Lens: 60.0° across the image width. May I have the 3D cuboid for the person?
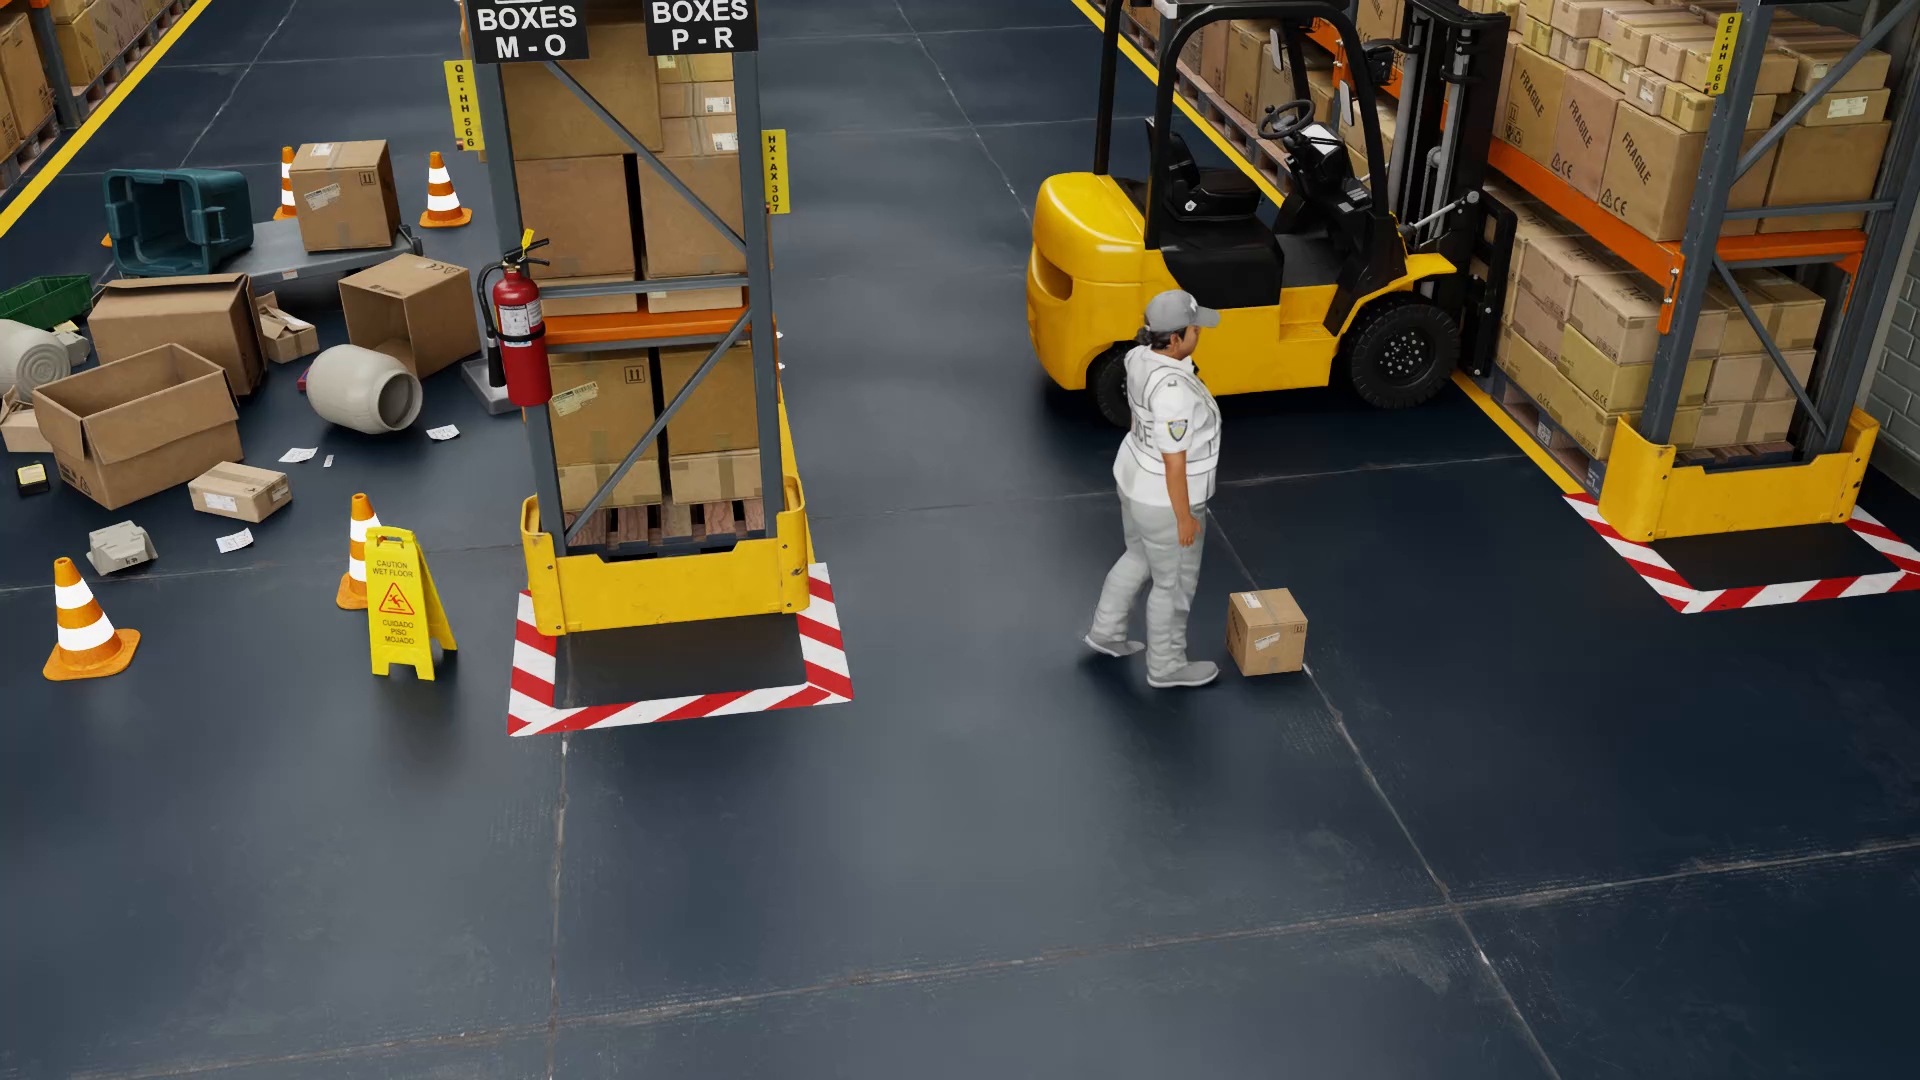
[{"bbox_3d":[0.790,-0.165,6.445,0.507,1.707,0.480,-5,31,-8],"label":"person"}]
